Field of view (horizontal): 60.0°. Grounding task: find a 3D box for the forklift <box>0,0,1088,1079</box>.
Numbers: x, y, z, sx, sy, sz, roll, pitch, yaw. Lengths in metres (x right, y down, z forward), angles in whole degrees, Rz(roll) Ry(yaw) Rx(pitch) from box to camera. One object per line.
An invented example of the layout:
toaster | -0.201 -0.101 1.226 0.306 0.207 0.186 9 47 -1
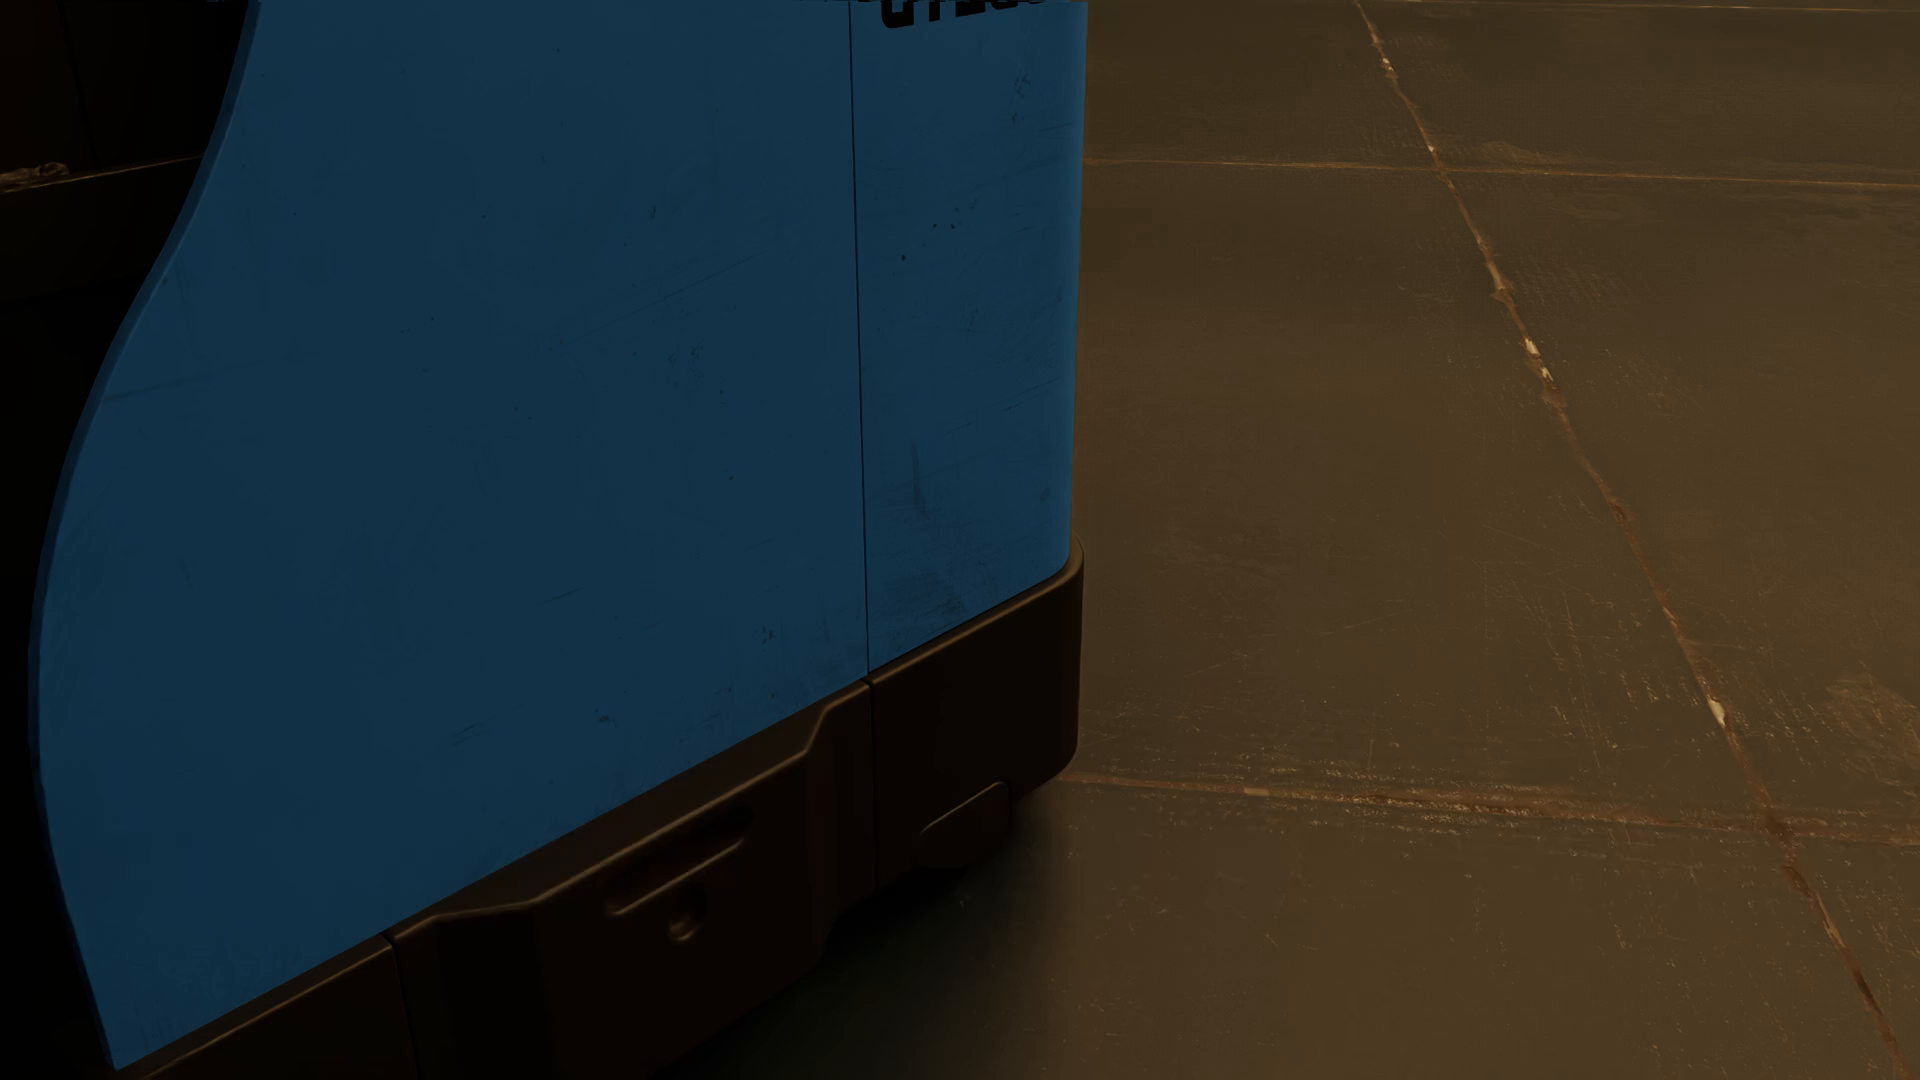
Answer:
forklift | -1.240 -0.689 0.597 1.130 2.935 3.031 23 34 38
